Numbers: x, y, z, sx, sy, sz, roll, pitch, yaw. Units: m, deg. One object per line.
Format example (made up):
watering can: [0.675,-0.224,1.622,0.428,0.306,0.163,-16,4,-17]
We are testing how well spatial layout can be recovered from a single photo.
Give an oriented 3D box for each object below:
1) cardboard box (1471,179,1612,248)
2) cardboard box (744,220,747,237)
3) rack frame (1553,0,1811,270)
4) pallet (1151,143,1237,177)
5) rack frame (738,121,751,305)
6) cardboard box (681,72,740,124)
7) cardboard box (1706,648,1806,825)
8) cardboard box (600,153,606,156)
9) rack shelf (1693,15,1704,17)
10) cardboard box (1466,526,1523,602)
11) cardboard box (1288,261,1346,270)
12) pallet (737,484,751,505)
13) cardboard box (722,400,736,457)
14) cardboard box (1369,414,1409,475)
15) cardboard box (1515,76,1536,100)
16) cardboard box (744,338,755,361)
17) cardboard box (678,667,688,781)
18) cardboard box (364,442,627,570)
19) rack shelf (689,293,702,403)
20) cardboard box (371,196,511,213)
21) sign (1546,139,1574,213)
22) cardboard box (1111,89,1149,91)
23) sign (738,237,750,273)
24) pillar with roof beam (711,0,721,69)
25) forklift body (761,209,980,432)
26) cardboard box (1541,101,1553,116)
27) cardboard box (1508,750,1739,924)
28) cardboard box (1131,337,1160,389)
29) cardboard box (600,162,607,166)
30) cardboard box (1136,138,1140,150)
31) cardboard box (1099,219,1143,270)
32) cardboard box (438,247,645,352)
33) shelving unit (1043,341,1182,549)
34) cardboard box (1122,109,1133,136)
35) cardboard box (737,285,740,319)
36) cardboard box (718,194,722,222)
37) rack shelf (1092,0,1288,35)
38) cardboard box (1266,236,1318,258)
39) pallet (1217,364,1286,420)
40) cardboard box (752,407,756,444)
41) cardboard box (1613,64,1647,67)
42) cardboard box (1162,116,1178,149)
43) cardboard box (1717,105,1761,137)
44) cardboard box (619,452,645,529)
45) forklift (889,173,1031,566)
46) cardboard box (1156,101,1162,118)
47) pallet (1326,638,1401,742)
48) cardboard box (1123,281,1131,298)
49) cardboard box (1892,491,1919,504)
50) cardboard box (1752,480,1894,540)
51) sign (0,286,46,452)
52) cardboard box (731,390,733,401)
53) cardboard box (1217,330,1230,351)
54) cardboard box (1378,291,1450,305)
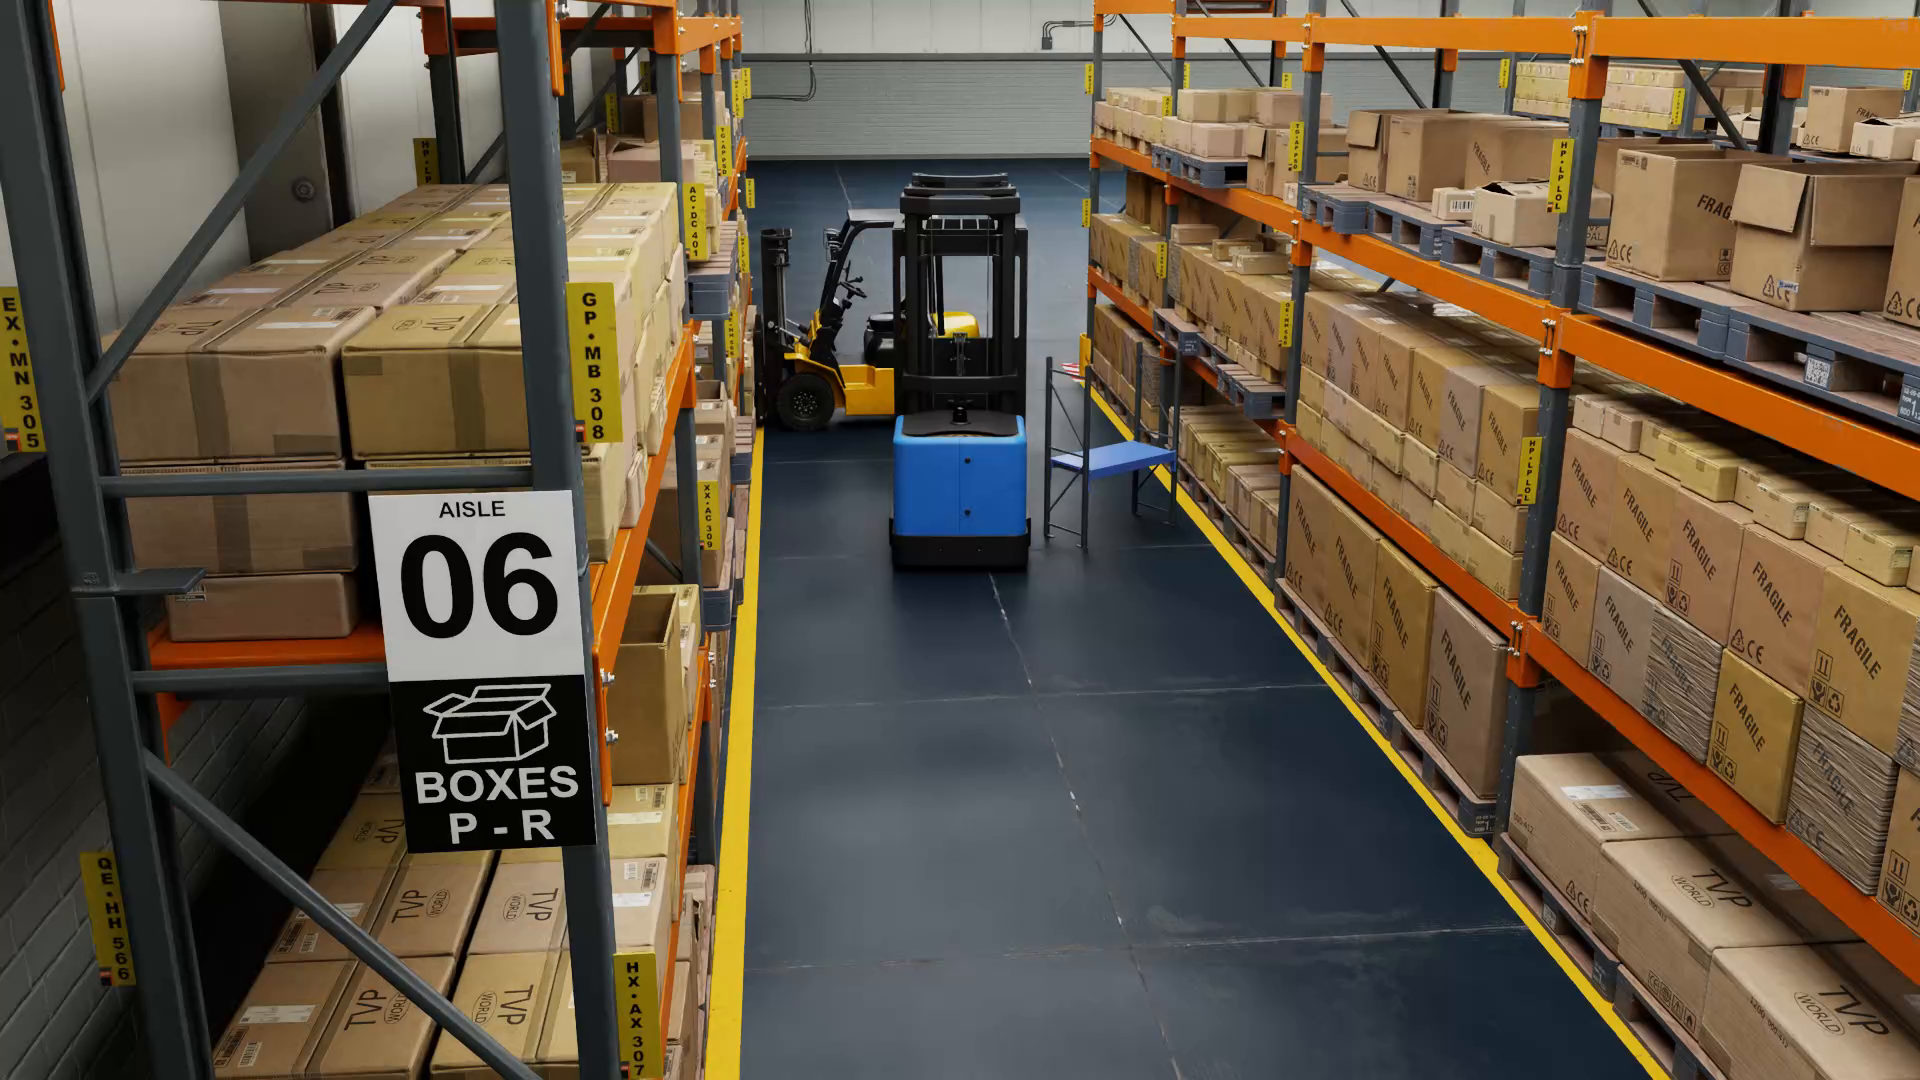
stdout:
cardboard box: [2.951,-1.679,8.457,0.500,0.311,0.500,-2,18,-6]
cardboard box: [-2.553,-3.442,18.383,0.380,0.149,0.250,-1,17,-5]
rack frame: [3.251,-2.696,7.242,1.000,3.000,0.127,-2,18,-6]
pallet: [2.384,-3.372,14.715,1.213,0.211,1.003,-2,18,-6]
rack frame: [-2.924,-3.255,19.036,1.000,3.000,0.127,-2,18,-6]
cardboard box: [-2.629,-4.549,17.116,0.700,0.500,0.500,-2,18,-5]
cardboard box: [3.185,0.718,6.215,0.500,0.500,0.500,-1,17,-4]
cardboard box: [-2.221,-2.141,9.570,0.380,0.149,0.250,-2,18,-6]
rack shelf: [7.545,-4.133,13.686,1.077,0.370,4.000,-2,18,-6]
cardboard box: [2.954,0.112,8.564,0.500,0.250,0.500,-2,18,-7]
cardboard box: [2.856,-2.019,13.736,0.500,0.500,0.500,-2,18,-8]
pallet: [-2.396,-0.514,14.962,1.003,0.211,1.213,-2,18,-6]
cardboard box: [-1.668,-0.696,10.434,0.500,0.250,0.500,-3,18,-8]
cardboard box: [2.776,-0.580,9.931,0.500,0.250,0.500,-1,17,-5]
cardboard box: [6.721,-5.190,19.079,0.500,0.250,0.500,-2,18,-6]
cardboard box: [-2.354,-1.883,16.887,0.500,0.250,0.500,-1,17,-4]
cardboard box: [-1.286,0.692,6.218,0.500,0.250,0.500,-2,18,-6]
cardboard box: [-1.047,-0.130,3.829,0.500,0.250,0.500,-2,18,-6]
rack shelf: [-1.892,-1.363,9.205,1.077,0.370,4.000,-2,18,-6]
cardboard box: [-1.849,-1.109,6.114,0.500,0.250,0.500,-2,18,-7]
sign: [2.712,-1.642,7.504,0.100,0.325,0.005,-2,18,-6]
cardboard box: [1.853,-4.838,18.159,0.380,0.149,0.250,-2,18,-6]
sign: [-1.972,-2.597,15.141,0.100,0.325,0.005,-2,18,-6]
pillar with roof beam: [-2.560,-14.953,46.282,9.100,9.000,0.400,-2,18,-6]
forklift body: [-0.913,-2.341,17.543,2.313,2.155,1.214,-2,18,-6]
cardboard box: [6.722,-4.813,18.545,0.380,0.149,0.250,-2,18,-5]
cardboard box: [3.209,1.379,7.855,0.875,0.438,0.875,-2,18,-6]
cardboard box: [2.044,-1.783,16.986,0.500,0.500,0.500,-1,17,-5]
cardboard box: [-2.018,-1.925,8.847,0.380,0.149,0.250,-1,17,-4]
cardboard box: [2.025,-4.077,17.066,0.380,0.149,0.250,-2,18,-6]
cardboard box: [1.843,-3.295,18.501,0.500,0.500,0.500,-1,17,-4]
cardboard box: [-1.168,-0.669,4.712,0.500,0.250,0.500,-2,18,-6]
shelving unit: [1.258,-0.799,13.718,1.048,1.500,0.538,-14,22,-37]
cardboard box: [1.954,-4.296,17.099,0.500,0.250,0.500,-1,17,-4]
cardboard box: [-2.206,-2.091,14.747,0.500,0.250,0.500,-2,18,-7]
cardboard box: [-1.446,-1.720,8.692,0.380,0.149,0.250,-1,17,-4]
rack shelf: [2.220,-5.331,16.840,1.077,0.370,4.000,-2,18,-6]
cardboard box: [2.834,-2.500,14.186,0.380,0.149,0.250,-3,18,-8]
pallet: [2.659,-1.143,12.631,1.213,0.211,1.003,-2,18,-6]
cardboard box: [-2.232,-1.106,16.081,0.500,0.250,0.500,-2,18,-5]
cardboard box: [7.402,-5.140,18.253,0.380,0.149,0.250,-2,18,-5]
cardboard box: [2.087,-3.591,14.648,0.500,0.250,0.500,-2,18,-7]
cardboard box: [7.153,-3.828,15.211,0.258,0.266,0.396,-2,18,-7]
cardboard box: [-1.061,-0.133,4.504,0.380,0.149,0.250,-1,17,-4]
forklift: [0.001,-1.586,13.835,1.130,2.935,3.031,0,17,0]
cardboard box: [2.073,-4.072,15.720,0.380,0.149,0.250,-2,18,-7]
pallet: [2.967,0.905,10.443,1.003,0.211,1.213,-2,18,-6]
cardboard box: [1.922,-2.639,17.495,0.380,0.149,0.250,-2,18,-5]
cardboard box: [3.709,-0.131,6.166,0.380,0.149,0.250,-2,18,-6]
cardboard box: [3.164,-0.112,6.106,0.380,0.149,0.250,-2,18,-5]
sign: [-1.827,-0.330,3.235,0.100,0.325,0.005,-2,18,-6]
cardboard box: [-1.948,-1.089,12.390,0.500,0.250,0.500,-2,18,-7]
cardboard box: [2.332,-1.656,13.661,0.380,0.149,0.250,-2,18,-7]
cardboard box: [3.152,-1.404,11.306,0.500,0.500,0.500,-2,18,-7]
